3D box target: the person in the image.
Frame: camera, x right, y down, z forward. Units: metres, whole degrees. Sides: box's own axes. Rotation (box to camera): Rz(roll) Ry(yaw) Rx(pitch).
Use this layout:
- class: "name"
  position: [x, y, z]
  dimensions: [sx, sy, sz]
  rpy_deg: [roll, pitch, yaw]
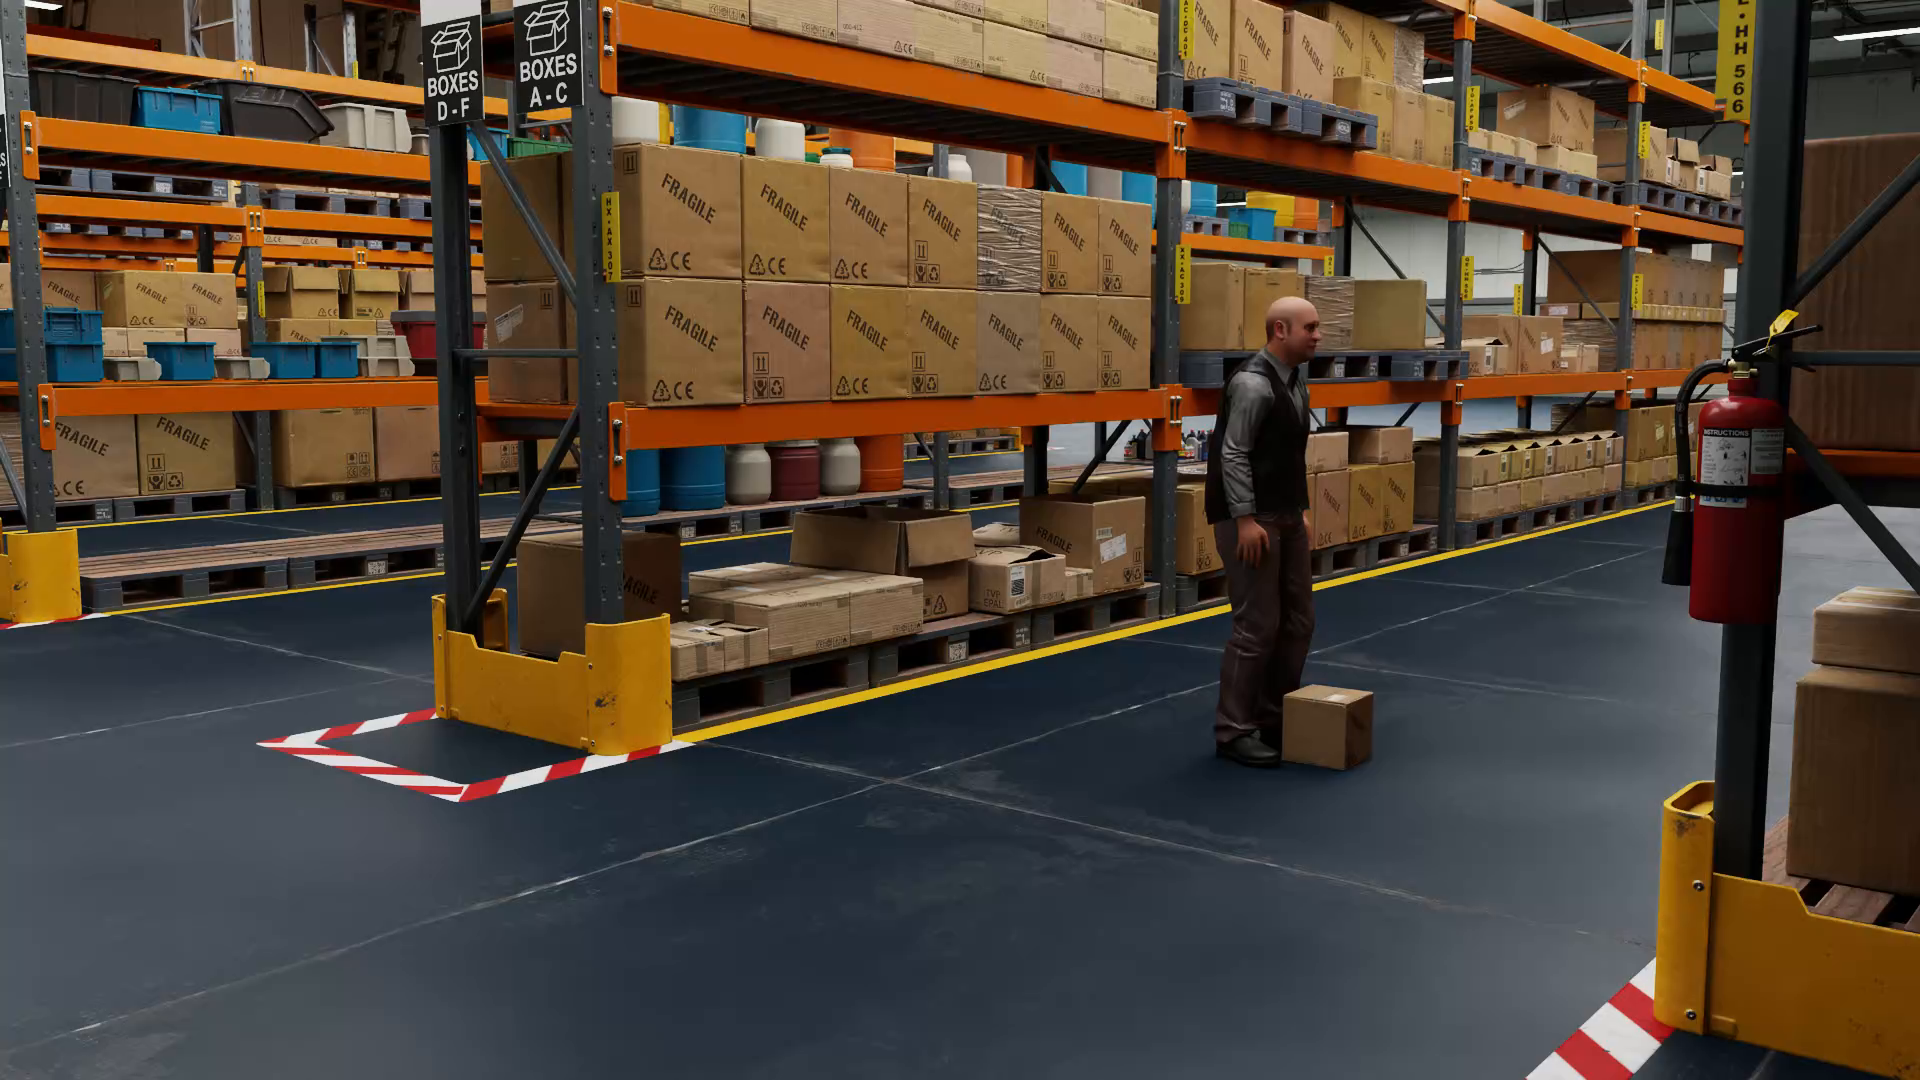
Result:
- class: "person"
  position: [1.173, -0.051, 6.283]
  dimensions: [0.474, 1.718, 0.592]
  rpy_deg: [5, 8, 35]
